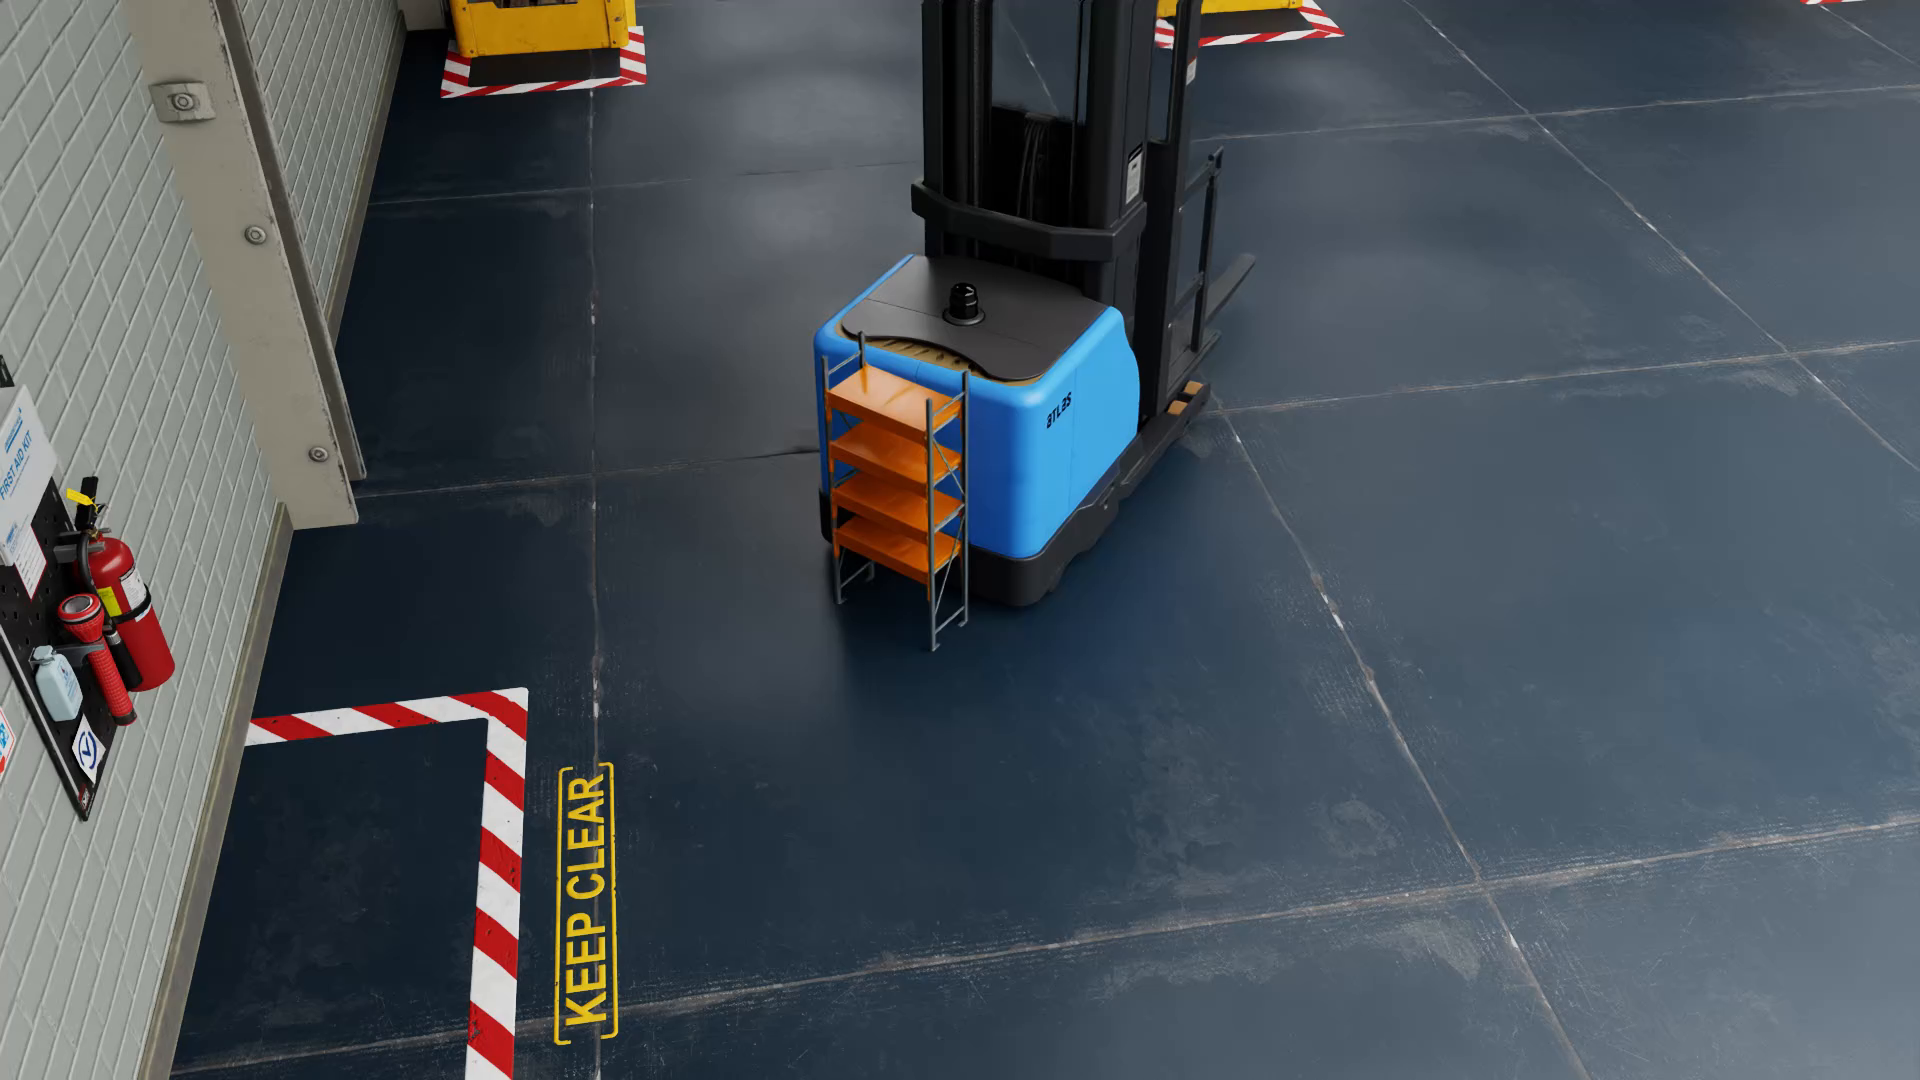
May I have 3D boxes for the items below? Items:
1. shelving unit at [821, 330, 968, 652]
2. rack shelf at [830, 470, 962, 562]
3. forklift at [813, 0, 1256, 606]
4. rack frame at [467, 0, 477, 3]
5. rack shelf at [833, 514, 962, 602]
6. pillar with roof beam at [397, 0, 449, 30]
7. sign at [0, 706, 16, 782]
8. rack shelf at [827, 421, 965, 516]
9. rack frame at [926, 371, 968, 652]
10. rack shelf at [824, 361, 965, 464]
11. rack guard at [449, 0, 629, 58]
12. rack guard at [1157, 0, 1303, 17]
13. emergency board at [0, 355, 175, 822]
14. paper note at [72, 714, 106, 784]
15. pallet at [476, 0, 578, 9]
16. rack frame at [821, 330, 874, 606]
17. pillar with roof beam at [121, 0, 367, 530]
[{"bbox_3d":[-0.242,-0.174,6.495,0.503,1.200,0.258,24,44,28],"label":"shelving unit"},{"bbox_3d":[-0.242,-0.120,6.537,0.480,0.148,0.258,24,44,28],"label":"rack shelf"},{"bbox_3d":[0.552,-1.775,7.145,1.130,2.935,3.031,19,42,22],"label":"forklift"},{"bbox_3d":[-2.926,-4.656,10.799,1.000,3.000,0.127,-6,38,-8],"label":"rack frame"},{"bbox_3d":[-0.242,0.036,6.658,0.480,0.148,0.258,24,44,28],"label":"rack shelf"},{"bbox_3d":[0.338,-7.818,9.979,9.100,9.000,0.400,-6,38,-8],"label":"pillar with roof beam"},{"bbox_3d":[-2.458,0.466,4.177,0.001,0.329,0.234,-6,38,-8],"label":"sign"},{"bbox_3d":[-0.242,-0.297,6.399,0.480,0.148,0.258,24,44,28],"label":"rack shelf"},{"bbox_3d":[-0.045,-0.085,6.382,0.015,1.200,0.240,24,44,28],"label":"rack frame"},{"bbox_3d":[-0.242,-0.484,6.254,0.480,0.148,0.258,24,44,28],"label":"rack shelf"},{"bbox_3d":[-2.940,-3.715,11.625,1.175,0.500,0.348,-6,38,-8],"label":"rack guard"},{"bbox_3d":[1.954,-4.190,12.236,1.175,0.500,0.348,-6,38,-8],"label":"rack guard"},{"bbox_3d":[-2.453,0.135,4.632,0.194,1.169,0.643,-6,38,-8],"label":"emergency board"},{"bbox_3d":[-2.490,0.597,4.755,0.016,0.148,0.142,-6,38,-8],"label":"paper note"},{"bbox_3d":[-3.047,-4.096,12.350,1.003,0.211,1.213,-6,38,-8],"label":"pallet"},{"bbox_3d":[-0.440,-0.262,6.609,0.015,1.200,0.240,24,44,28],"label":"rack frame"},{"bbox_3d":[1.390,-4.194,5.314,9.100,9.000,0.400,-6,38,-8],"label":"pillar with roof beam"}]
